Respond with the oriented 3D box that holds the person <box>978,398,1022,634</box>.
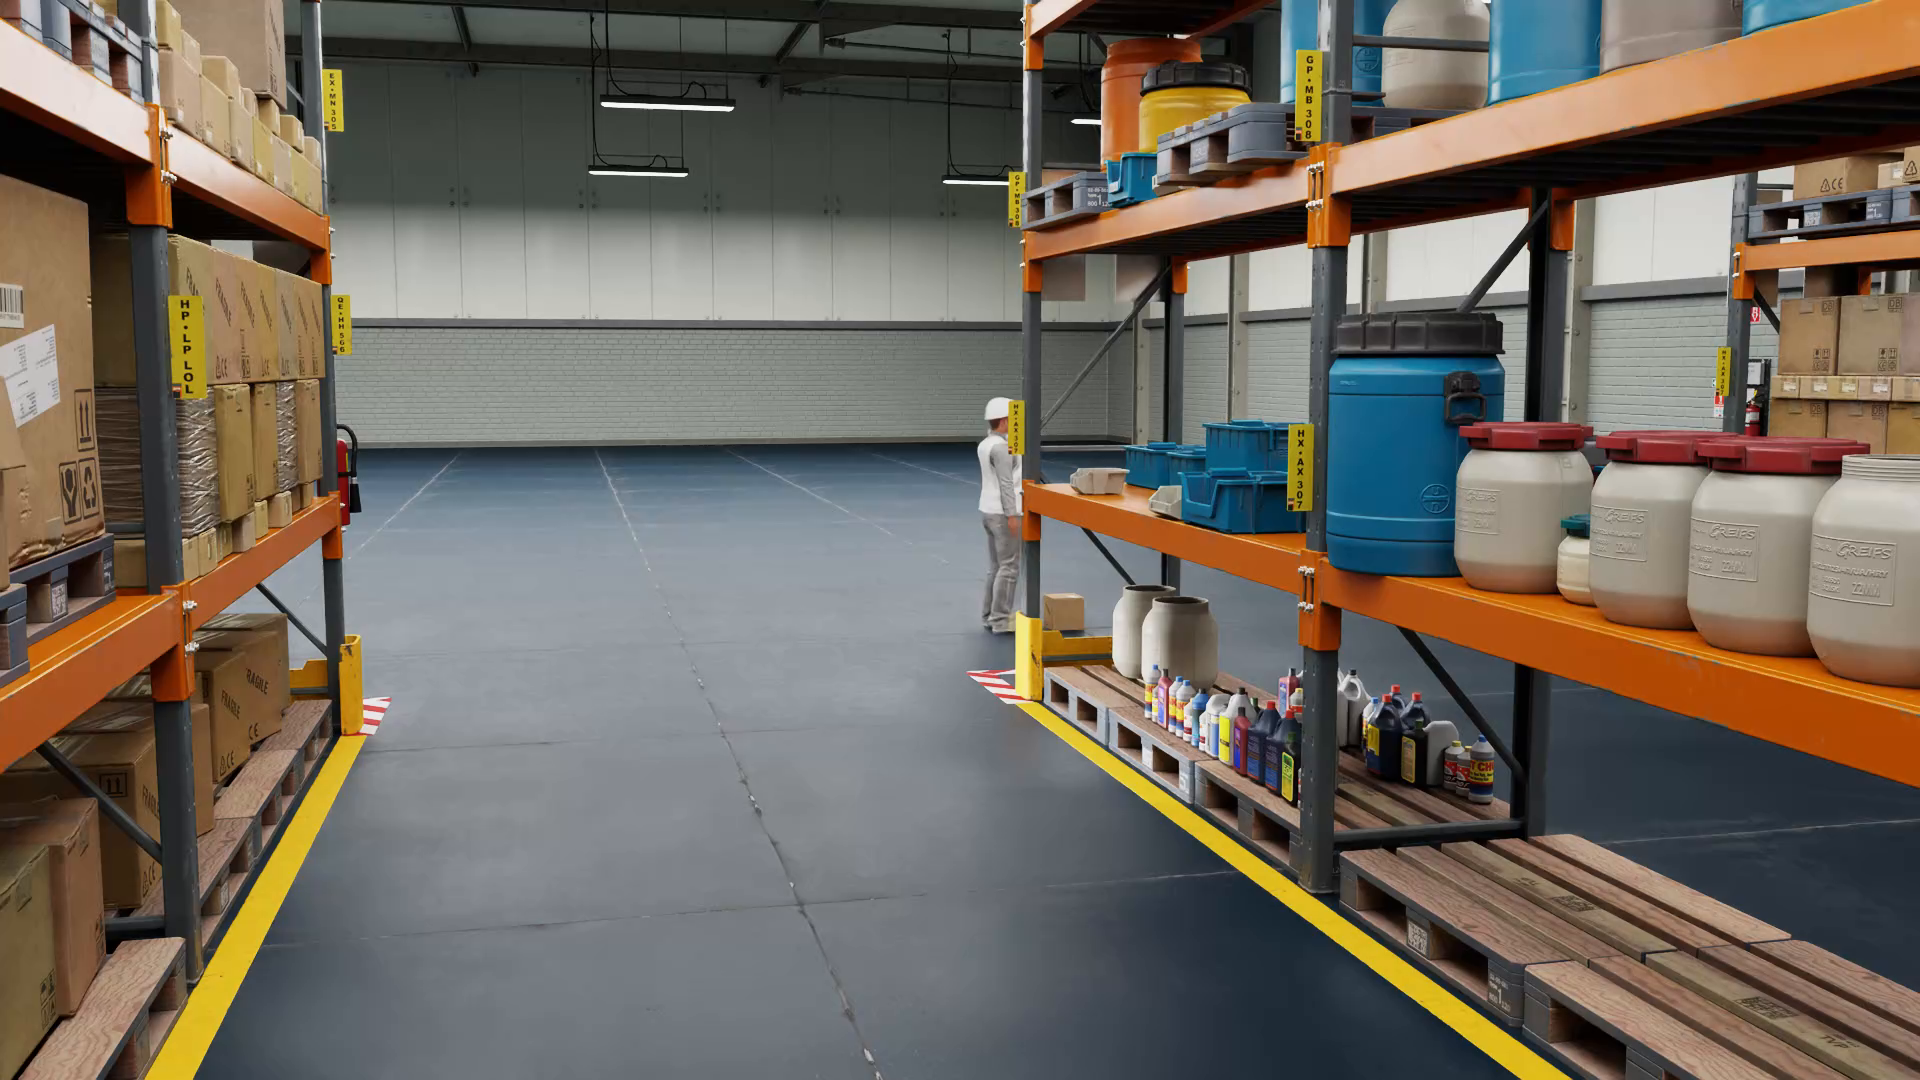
[{"bbox_3d":[0.333,-0.185,12.630,0.357,1.787,0.531,-1,6,-12],"label":"person"}]
